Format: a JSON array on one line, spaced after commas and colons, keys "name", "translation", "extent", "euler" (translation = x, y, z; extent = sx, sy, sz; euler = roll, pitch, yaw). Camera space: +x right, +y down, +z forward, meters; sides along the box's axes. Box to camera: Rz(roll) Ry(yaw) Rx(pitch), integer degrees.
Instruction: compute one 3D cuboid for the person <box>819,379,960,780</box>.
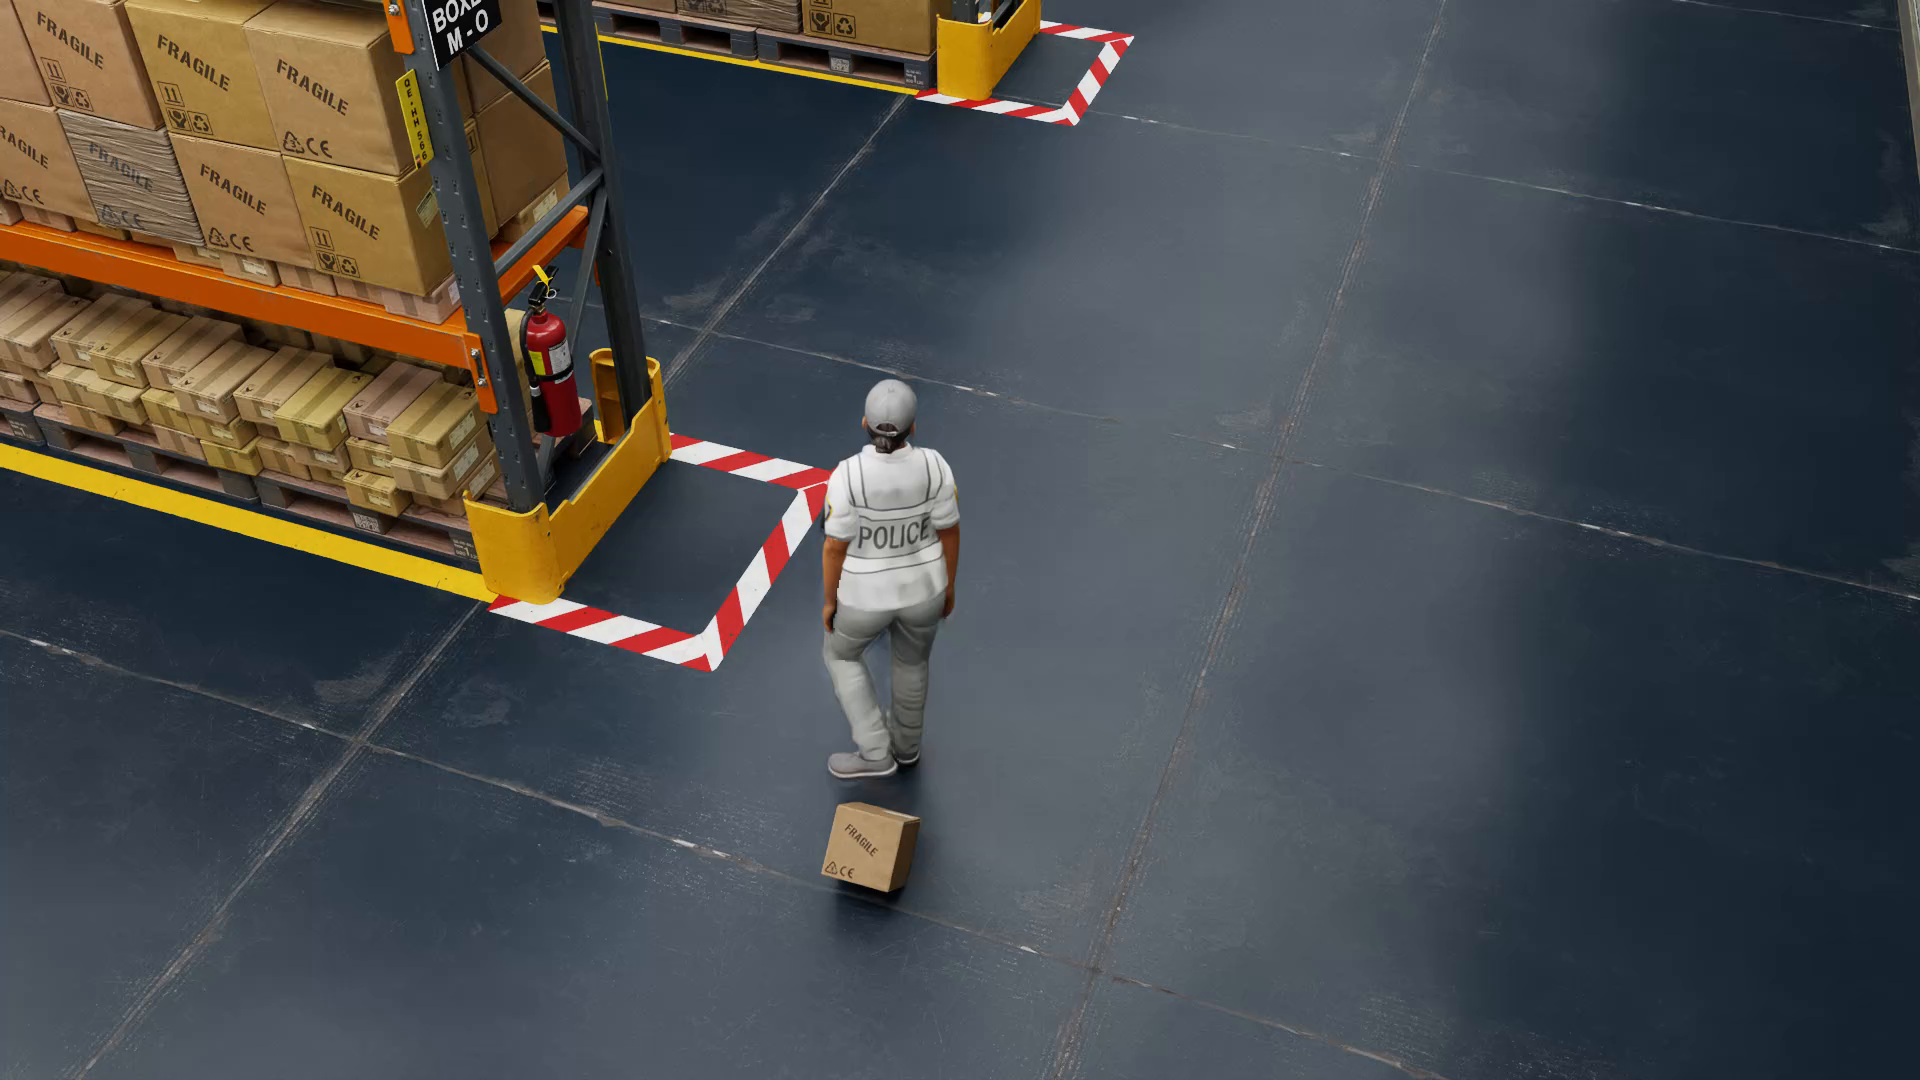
[{"name": "person", "translation": [-0.262, 0.198, 5.936], "extent": [0.557, 1.657, 0.580], "euler": [-11, 43, -12]}]
